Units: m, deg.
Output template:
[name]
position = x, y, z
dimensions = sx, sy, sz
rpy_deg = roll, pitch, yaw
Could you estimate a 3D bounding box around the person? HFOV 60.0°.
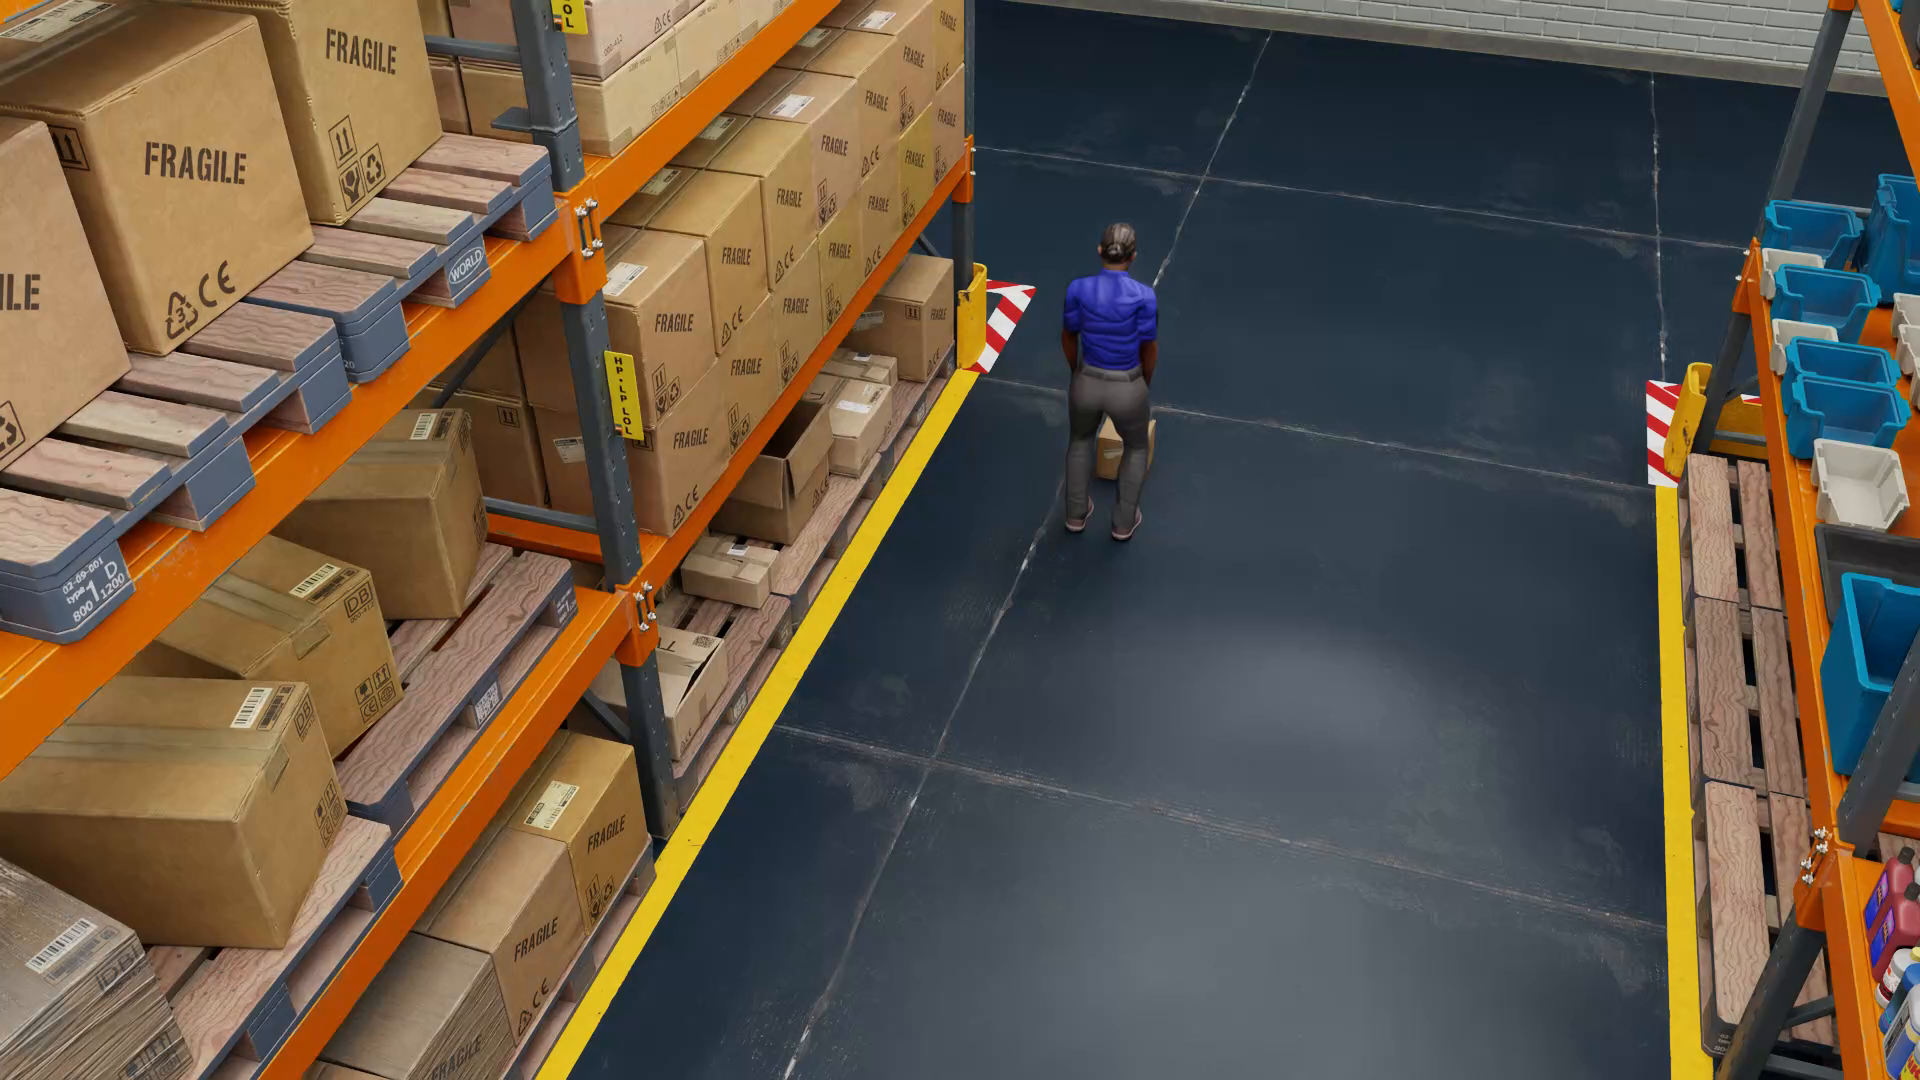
[person]
position = 0.692, -0.728, 7.921
dimensions = 0.465, 1.588, 0.411
rpy_deg = 12, 39, 15
